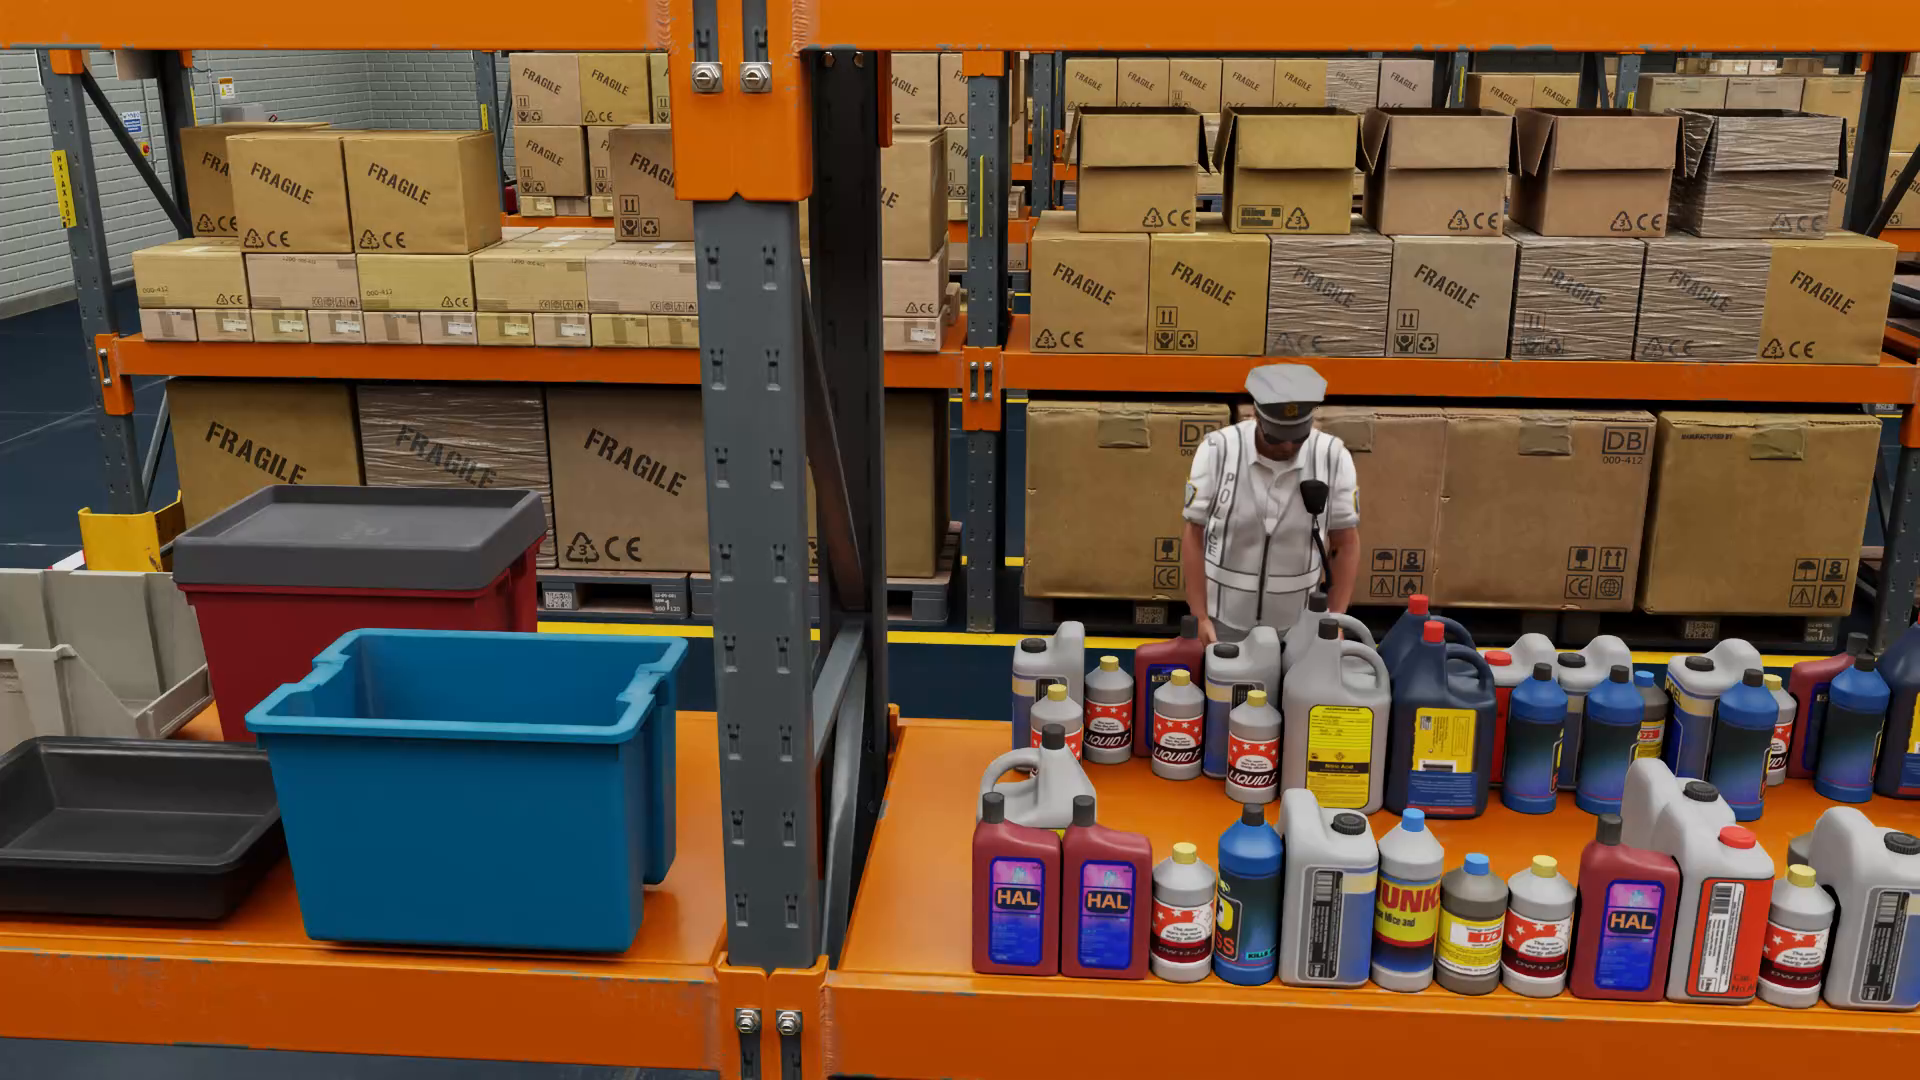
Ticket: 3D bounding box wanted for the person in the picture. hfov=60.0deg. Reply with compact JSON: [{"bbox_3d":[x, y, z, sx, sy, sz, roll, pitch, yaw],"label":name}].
[{"bbox_3d":[0.982,0.268,5.334,0.564,1.674,0.539,2,17,5],"label":"person"}]
